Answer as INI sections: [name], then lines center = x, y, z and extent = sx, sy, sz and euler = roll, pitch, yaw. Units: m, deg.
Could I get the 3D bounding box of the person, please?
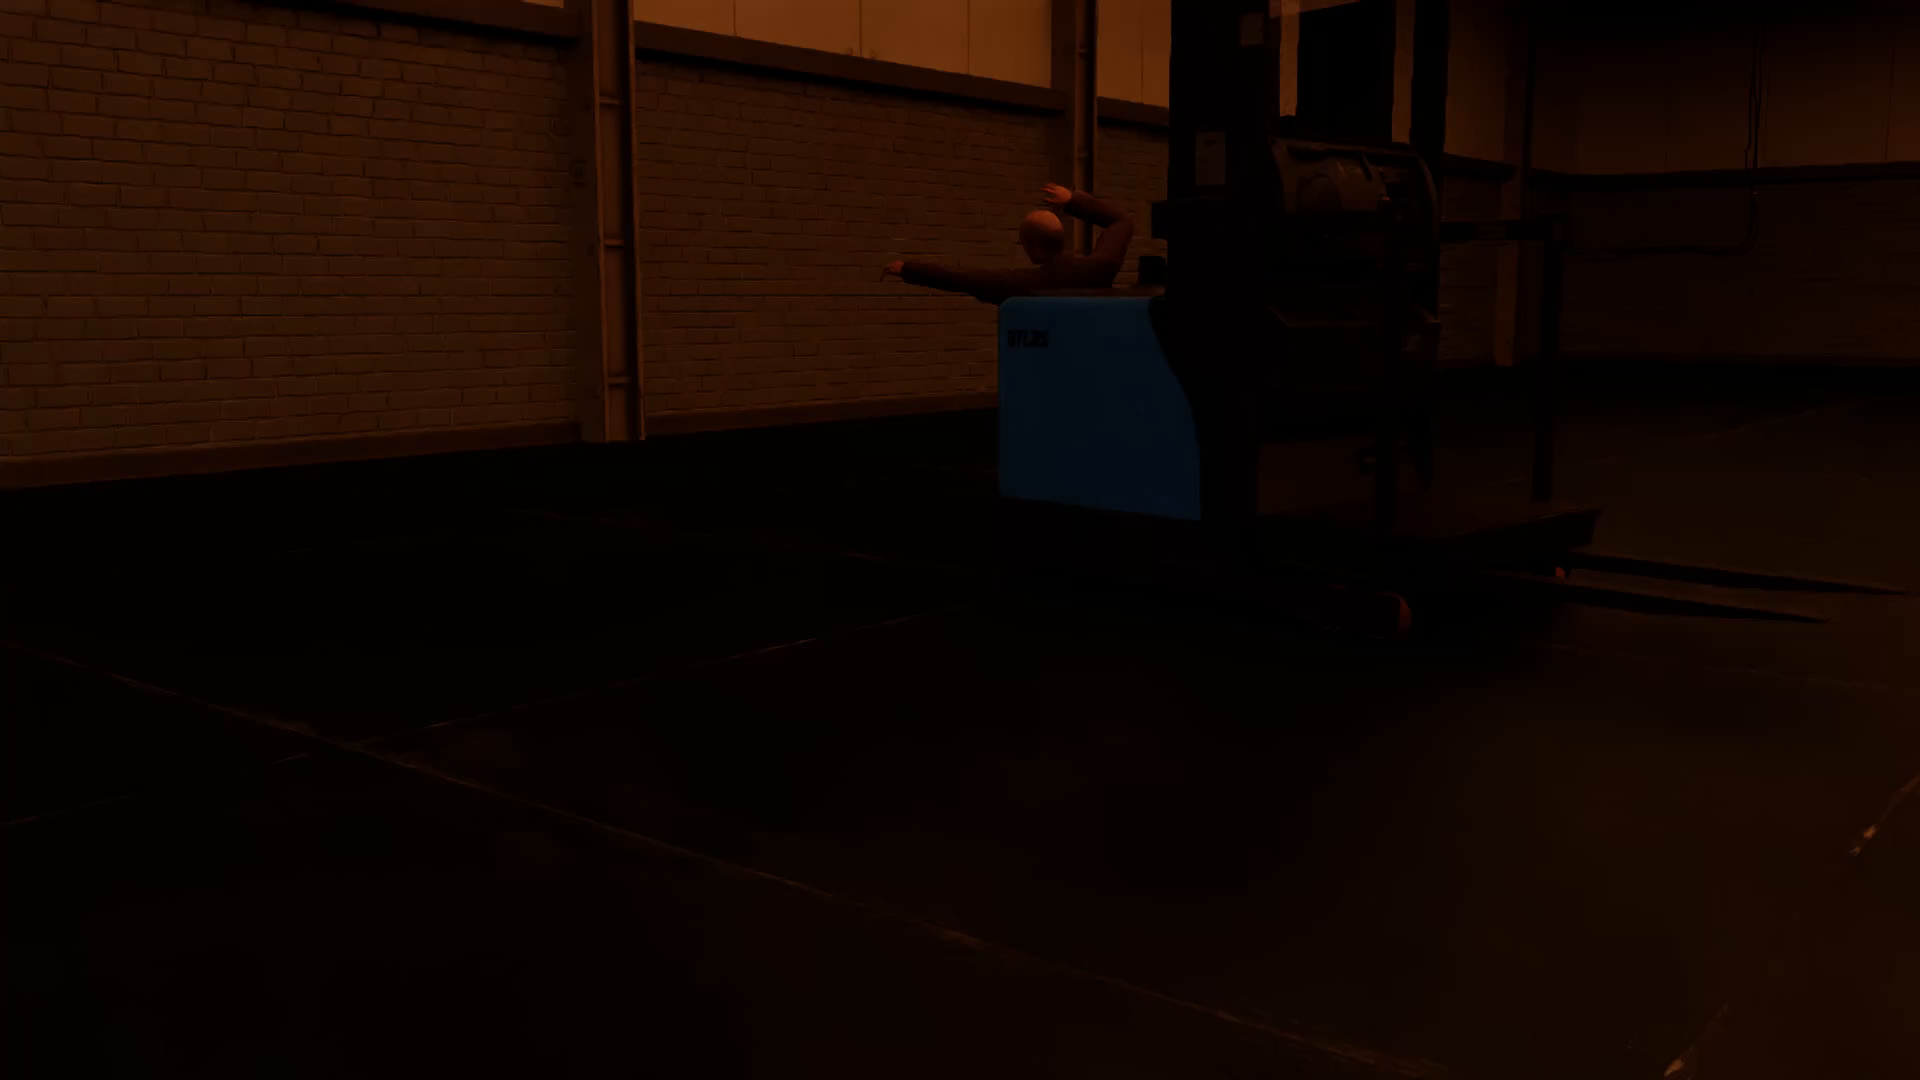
[person]
center = 0.283, -0.875, 7.978
extent = 1.169, 1.641, 0.893
euler = 3, 9, 22

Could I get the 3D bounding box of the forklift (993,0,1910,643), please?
[forklift]
center = 1.503, -1.210, 5.552
extent = 1.130, 2.935, 3.031
euler = -8, 11, -42
